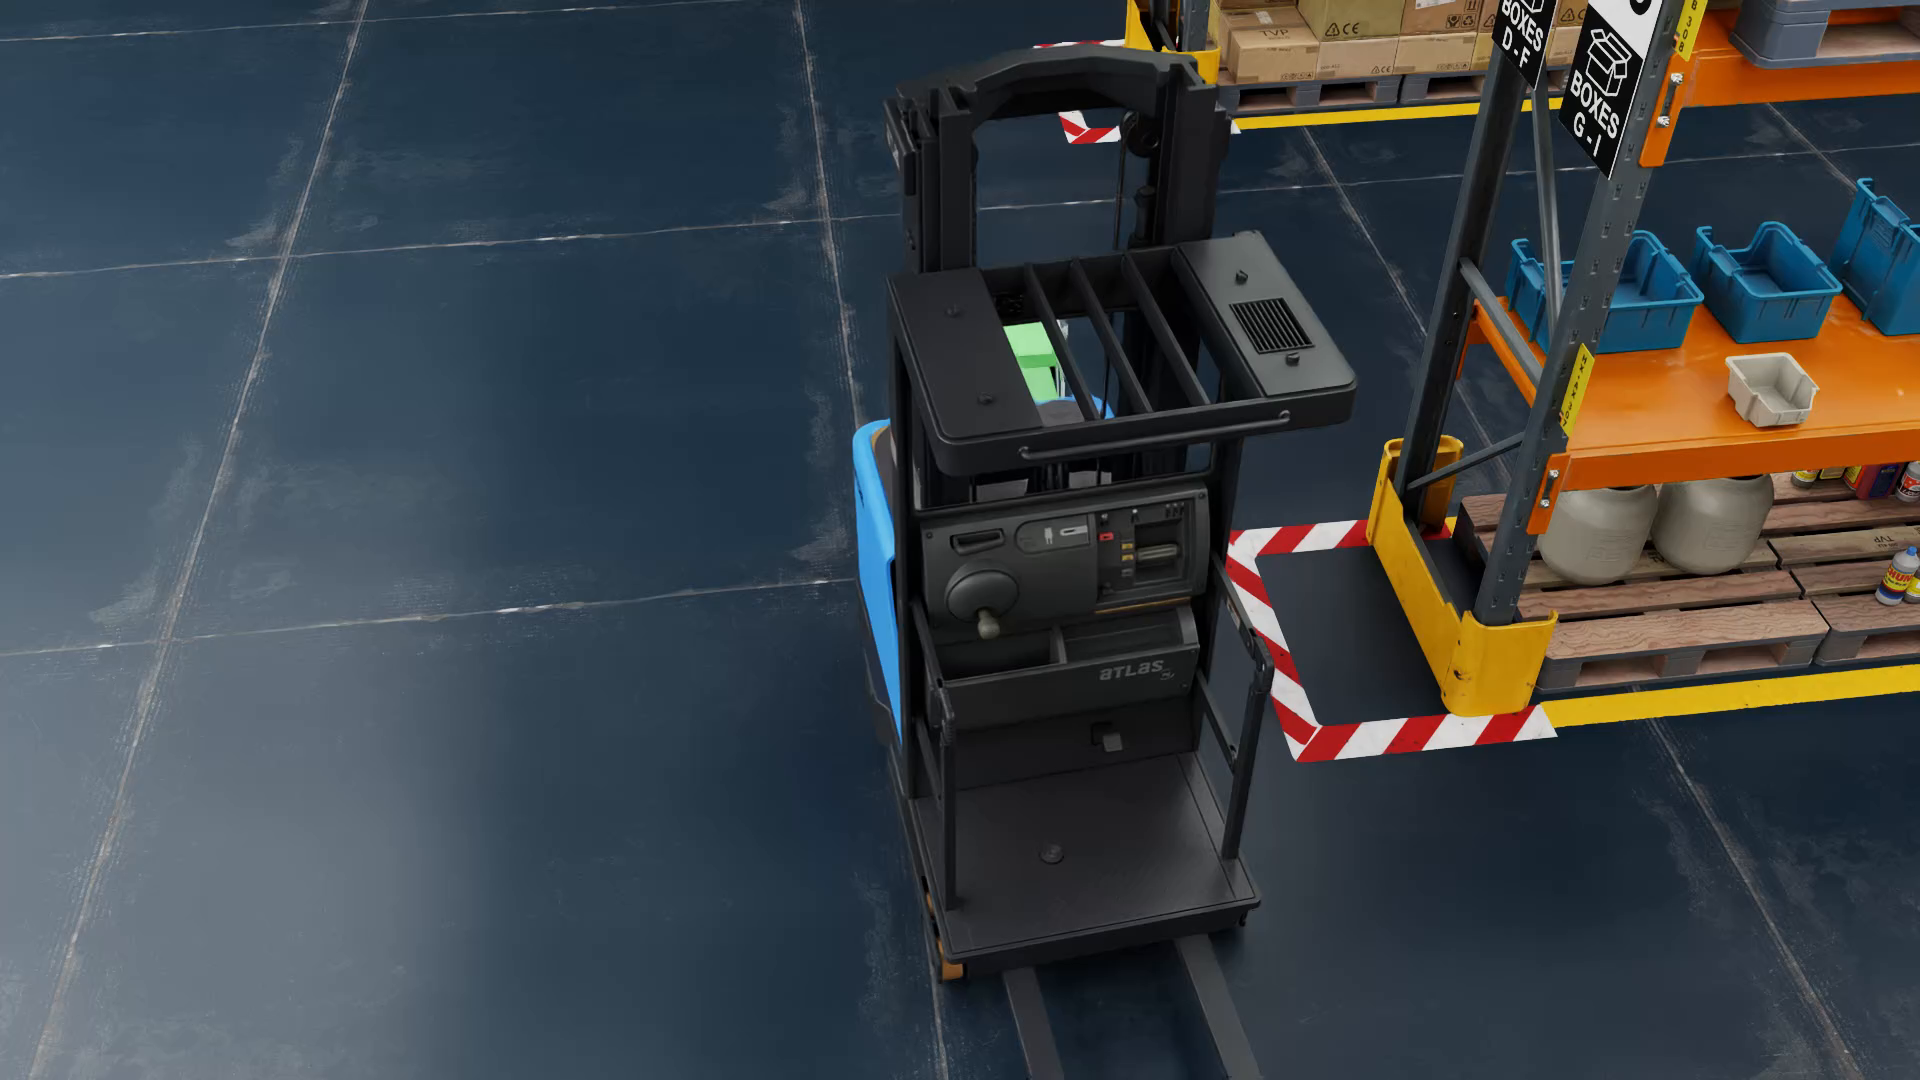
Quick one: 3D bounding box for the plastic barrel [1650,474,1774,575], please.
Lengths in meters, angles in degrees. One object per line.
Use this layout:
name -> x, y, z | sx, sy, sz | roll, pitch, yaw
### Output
plastic barrel -> 3.136, -0.146, 6.931 | 0.421, 0.512, 0.421 | 0, 42, 0

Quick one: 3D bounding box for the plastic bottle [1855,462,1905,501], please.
plastic bottle -> 4.028, -0.300, 7.258 | 0.133, 0.283, 0.061 | -5, 42, -6

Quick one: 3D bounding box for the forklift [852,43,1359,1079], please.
forklift -> 0.388, 0.155, 5.104 | 1.130, 2.935, 3.031 | -8, 43, -9

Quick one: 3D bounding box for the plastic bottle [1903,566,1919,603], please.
plastic bottle -> 3.937, 0.154, 6.815 | 0.097, 0.201, 0.097 | 0, 42, 0

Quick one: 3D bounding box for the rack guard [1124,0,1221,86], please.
rack guard -> 1.334, -3.122, 10.553 | 0.348, 0.500, 1.175 | -5, 42, -6

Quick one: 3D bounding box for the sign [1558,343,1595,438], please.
sign -> 2.063, -0.499, 5.572 | 0.005, 0.325, 0.100 | -5, 42, -6

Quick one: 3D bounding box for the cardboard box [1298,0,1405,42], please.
cardboard box -> 2.414, -3.409, 10.185 | 0.500, 0.500, 0.500 | -5, 42, -6

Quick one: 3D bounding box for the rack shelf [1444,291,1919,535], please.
rack shelf -> 3.979, -0.669, 6.504 | 4.000, 0.370, 1.077 | -5, 42, -6

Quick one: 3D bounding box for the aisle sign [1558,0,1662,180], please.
aisle sign -> 1.963, -1.527, 4.977 | 0.004, 0.787, 0.394 | -5, 42, -6

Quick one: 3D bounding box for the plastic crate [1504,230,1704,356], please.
plastic crate -> 2.454, -0.949, 6.389 | 0.616, 0.251, 0.499 | -5, 42, -6

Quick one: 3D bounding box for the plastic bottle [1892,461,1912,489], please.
plastic bottle -> 4.152, -0.380, 7.352 | 0.135, 0.276, 0.152 | -6, 42, -7

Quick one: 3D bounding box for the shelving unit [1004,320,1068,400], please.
shelving unit -> 0.164, -0.460, 7.079 | 0.503, 1.200, 0.258 | -5, 42, -6

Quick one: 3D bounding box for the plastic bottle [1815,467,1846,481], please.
plastic bottle -> 3.874, -0.390, 7.357 | 0.133, 0.283, 0.061 | -4, 42, -4

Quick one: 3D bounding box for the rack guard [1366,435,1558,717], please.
rack guard -> 2.066, 0.128, 6.950 | 0.348, 0.500, 1.175 | -5, 42, -6

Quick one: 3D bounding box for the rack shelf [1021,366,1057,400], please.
rack shelf -> 0.164, -0.591, 6.961 | 0.480, 0.148, 0.258 | -5, 42, -6

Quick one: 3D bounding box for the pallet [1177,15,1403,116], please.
pallet -> 2.111, -3.111, 10.756 | 1.213, 0.211, 1.003 | -5, 42, -6

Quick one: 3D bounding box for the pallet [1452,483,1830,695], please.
pallet -> 2.872, 0.169, 7.121 | 1.213, 0.211, 1.003 | -5, 42, -6

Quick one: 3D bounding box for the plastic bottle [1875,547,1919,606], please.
plastic bottle -> 3.835, 0.137, 6.782 | 0.097, 0.271, 0.097 | 0, 42, 0

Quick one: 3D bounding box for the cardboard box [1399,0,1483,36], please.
cardboard box -> 2.908, -3.461, 10.242 | 0.500, 0.500, 0.500 | -5, 42, -6

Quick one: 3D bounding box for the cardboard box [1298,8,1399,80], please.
cardboard box -> 2.414, -3.132, 10.437 | 0.500, 0.250, 0.500 | -5, 42, -6

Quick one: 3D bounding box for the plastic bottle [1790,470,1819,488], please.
plastic bottle -> 3.761, -0.337, 7.360 | 0.097, 0.201, 0.097 | 0, 42, 0

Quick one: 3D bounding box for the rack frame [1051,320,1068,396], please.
rack frame -> 0.406, -0.481, 7.103 | 0.015, 1.200, 0.240 | -5, 42, -6

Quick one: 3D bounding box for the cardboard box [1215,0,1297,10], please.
cardboard box -> 1.851, -3.710, 10.518 | 0.500, 0.500, 0.500 | -5, 42, -6

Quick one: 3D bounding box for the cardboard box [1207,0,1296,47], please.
cardboard box -> 1.851, -3.430, 10.767 | 0.500, 0.250, 0.500 | -5, 42, -6

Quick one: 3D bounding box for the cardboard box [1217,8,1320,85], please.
cardboard box -> 1.918, -3.086, 10.386 | 0.500, 0.250, 0.500 | -5, 42, -6

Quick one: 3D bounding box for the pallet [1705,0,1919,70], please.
pallet -> 2.829, -1.813, 5.137 | 1.213, 0.211, 1.003 | -5, 42, -6

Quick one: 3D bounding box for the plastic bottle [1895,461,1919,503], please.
plastic bottle -> 4.186, -0.272, 7.287 | 0.097, 0.201, 0.097 | 0, 42, 0

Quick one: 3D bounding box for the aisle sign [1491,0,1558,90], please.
aisle sign -> 1.886, -1.918, 5.412 | 0.004, 0.787, 0.394 | -5, 42, -6

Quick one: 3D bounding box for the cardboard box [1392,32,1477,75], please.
cardboard box -> 2.910, -3.175, 10.485 | 0.500, 0.250, 0.500 | -5, 42, -6

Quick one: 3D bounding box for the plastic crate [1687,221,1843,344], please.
plastic crate -> 3.098, -1.002, 6.447 | 0.408, 0.251, 0.499 | -5, 42, -6

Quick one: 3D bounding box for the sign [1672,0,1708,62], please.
sign -> 2.063, -1.514, 4.657 | 0.005, 0.325, 0.100 | -5, 42, -6

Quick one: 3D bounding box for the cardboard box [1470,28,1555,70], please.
cardboard box -> 3.406, -3.215, 10.529 | 0.500, 0.250, 0.500 | -5, 42, -6

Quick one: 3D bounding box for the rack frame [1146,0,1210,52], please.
rack frame -> 1.358, -4.052, 9.718 | 0.127, 3.000, 1.000 | -5, 42, -6

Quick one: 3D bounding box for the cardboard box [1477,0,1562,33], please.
cardboard box -> 3.406, -3.493, 10.277 | 0.500, 0.500, 0.500 | -5, 42, -6

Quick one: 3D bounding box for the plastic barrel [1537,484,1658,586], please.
plastic barrel -> 2.639, -0.102, 6.883 | 0.421, 0.512, 0.421 | 0, 42, 0

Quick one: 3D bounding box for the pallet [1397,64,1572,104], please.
pallet -> 3.318, -3.215, 10.871 | 1.213, 0.211, 1.003 | -5, 42, -6

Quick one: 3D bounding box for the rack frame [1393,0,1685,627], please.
rack frame -> 1.996, -0.762, 6.071 | 0.127, 3.000, 1.000 | -5, 42, -6

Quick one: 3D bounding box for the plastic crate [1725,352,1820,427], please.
plastic crate -> 2.925, -0.528, 6.008 | 0.250, 0.136, 0.298 | -5, 42, -6

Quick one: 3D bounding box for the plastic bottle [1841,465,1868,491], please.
plastic bottle -> 4.014, -0.368, 7.339 | 0.135, 0.276, 0.152 | -5, 42, -5

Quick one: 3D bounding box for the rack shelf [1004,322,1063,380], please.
rack shelf -> 0.164, -0.769, 6.800 | 0.480, 0.148, 0.258 | -5, 42, -6

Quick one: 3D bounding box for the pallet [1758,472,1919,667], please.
pallet -> 4.079, 0.065, 7.236 | 1.213, 0.211, 1.003 | -5, 42, -6

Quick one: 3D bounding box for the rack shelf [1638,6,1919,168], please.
rack shelf -> 3.979, -1.783, 5.499 | 4.000, 0.370, 1.077 | -5, 42, -6

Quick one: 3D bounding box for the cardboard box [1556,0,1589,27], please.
cardboard box -> 3.900, -3.546, 10.336 | 0.500, 0.500, 0.500 | -5, 42, -6

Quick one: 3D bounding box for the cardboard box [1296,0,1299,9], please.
cardboard box -> 2.345, -3.481, 10.824 | 0.500, 0.250, 0.500 | -5, 42, -6

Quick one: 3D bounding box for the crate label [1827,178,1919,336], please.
crate label -> 3.786, -1.115, 6.435 | 0.616, 0.435, 0.502 | -5, 42, -6

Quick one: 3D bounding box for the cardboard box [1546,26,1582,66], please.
cardboard box -> 3.902, -3.259, 10.578 | 0.500, 0.250, 0.500 | -5, 42, -6
